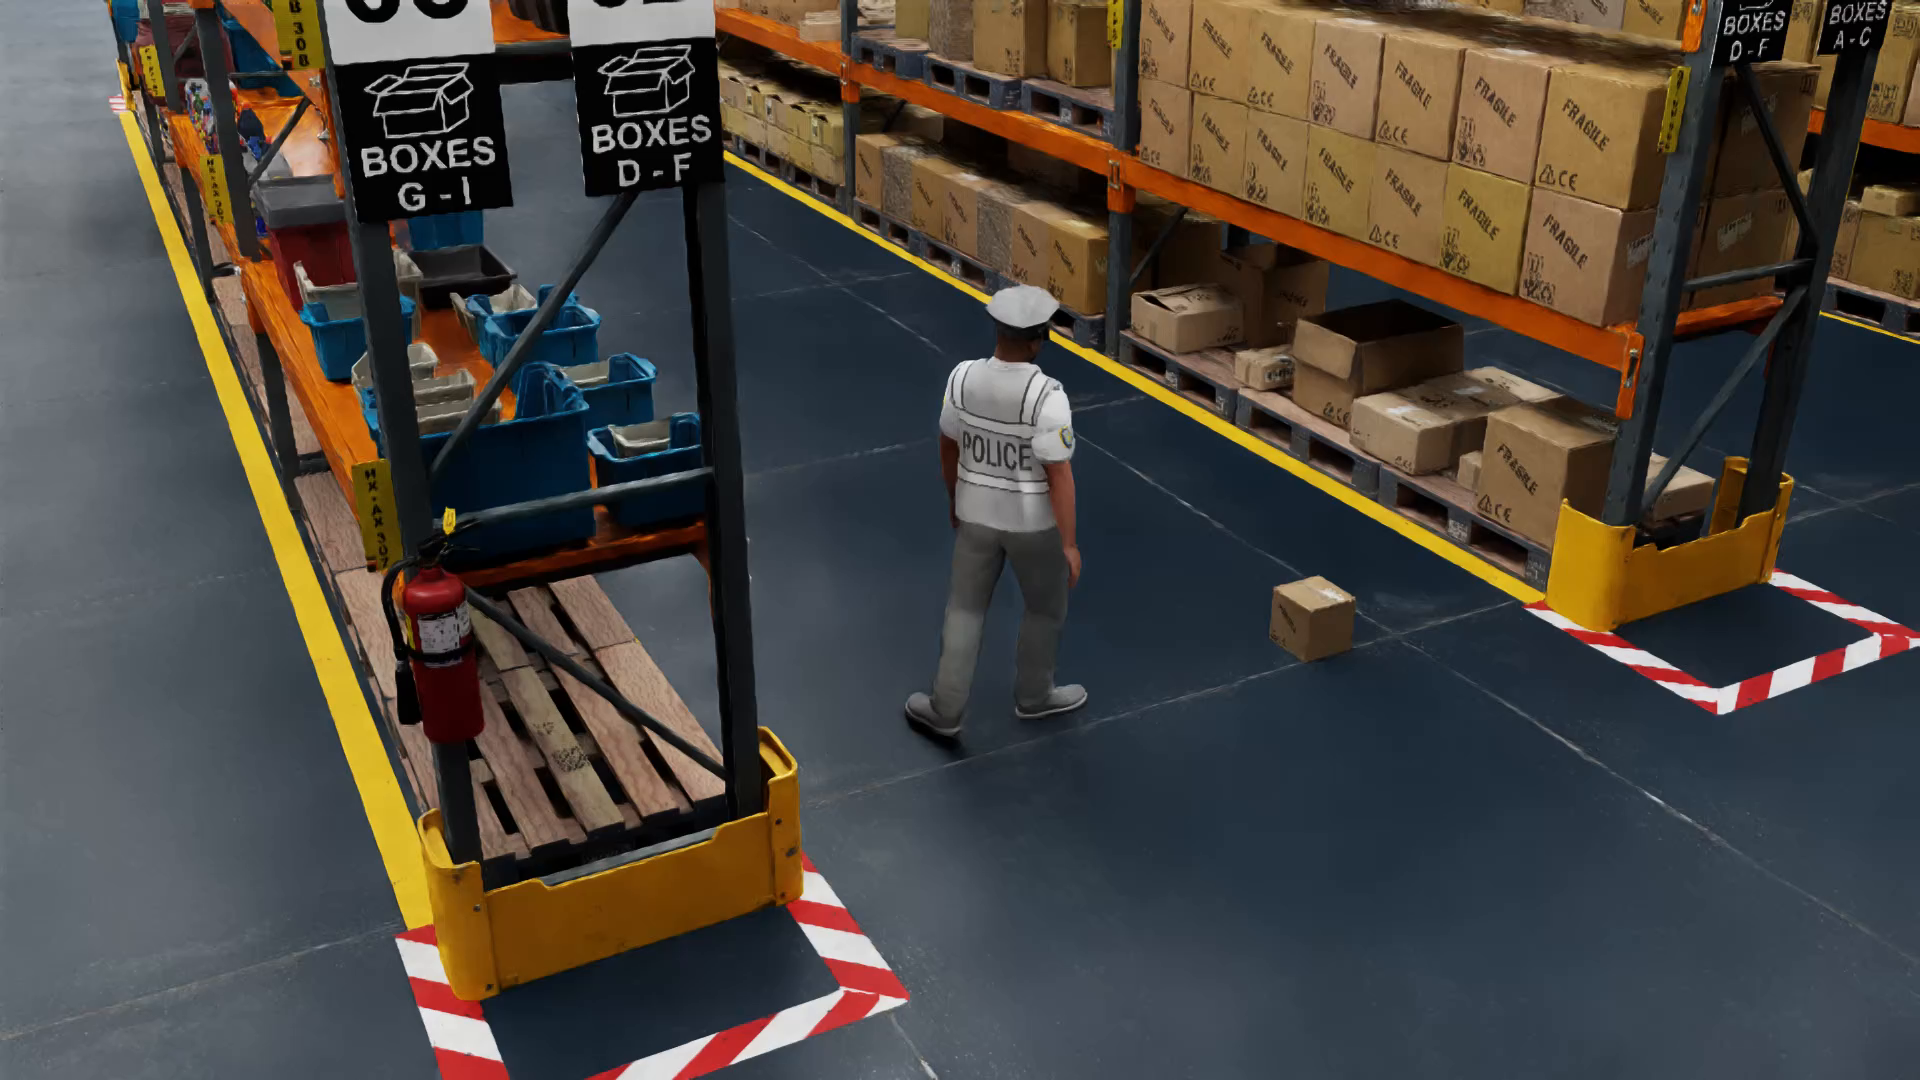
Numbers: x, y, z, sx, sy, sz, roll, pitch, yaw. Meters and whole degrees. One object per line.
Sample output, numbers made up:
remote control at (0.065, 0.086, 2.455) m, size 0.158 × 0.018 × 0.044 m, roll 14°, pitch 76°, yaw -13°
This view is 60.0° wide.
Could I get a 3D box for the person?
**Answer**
person at (0.159, -0.087, 6.274) m, size 0.711 × 1.752 × 0.584 m, roll 11°, pitch 27°, yaw 22°
